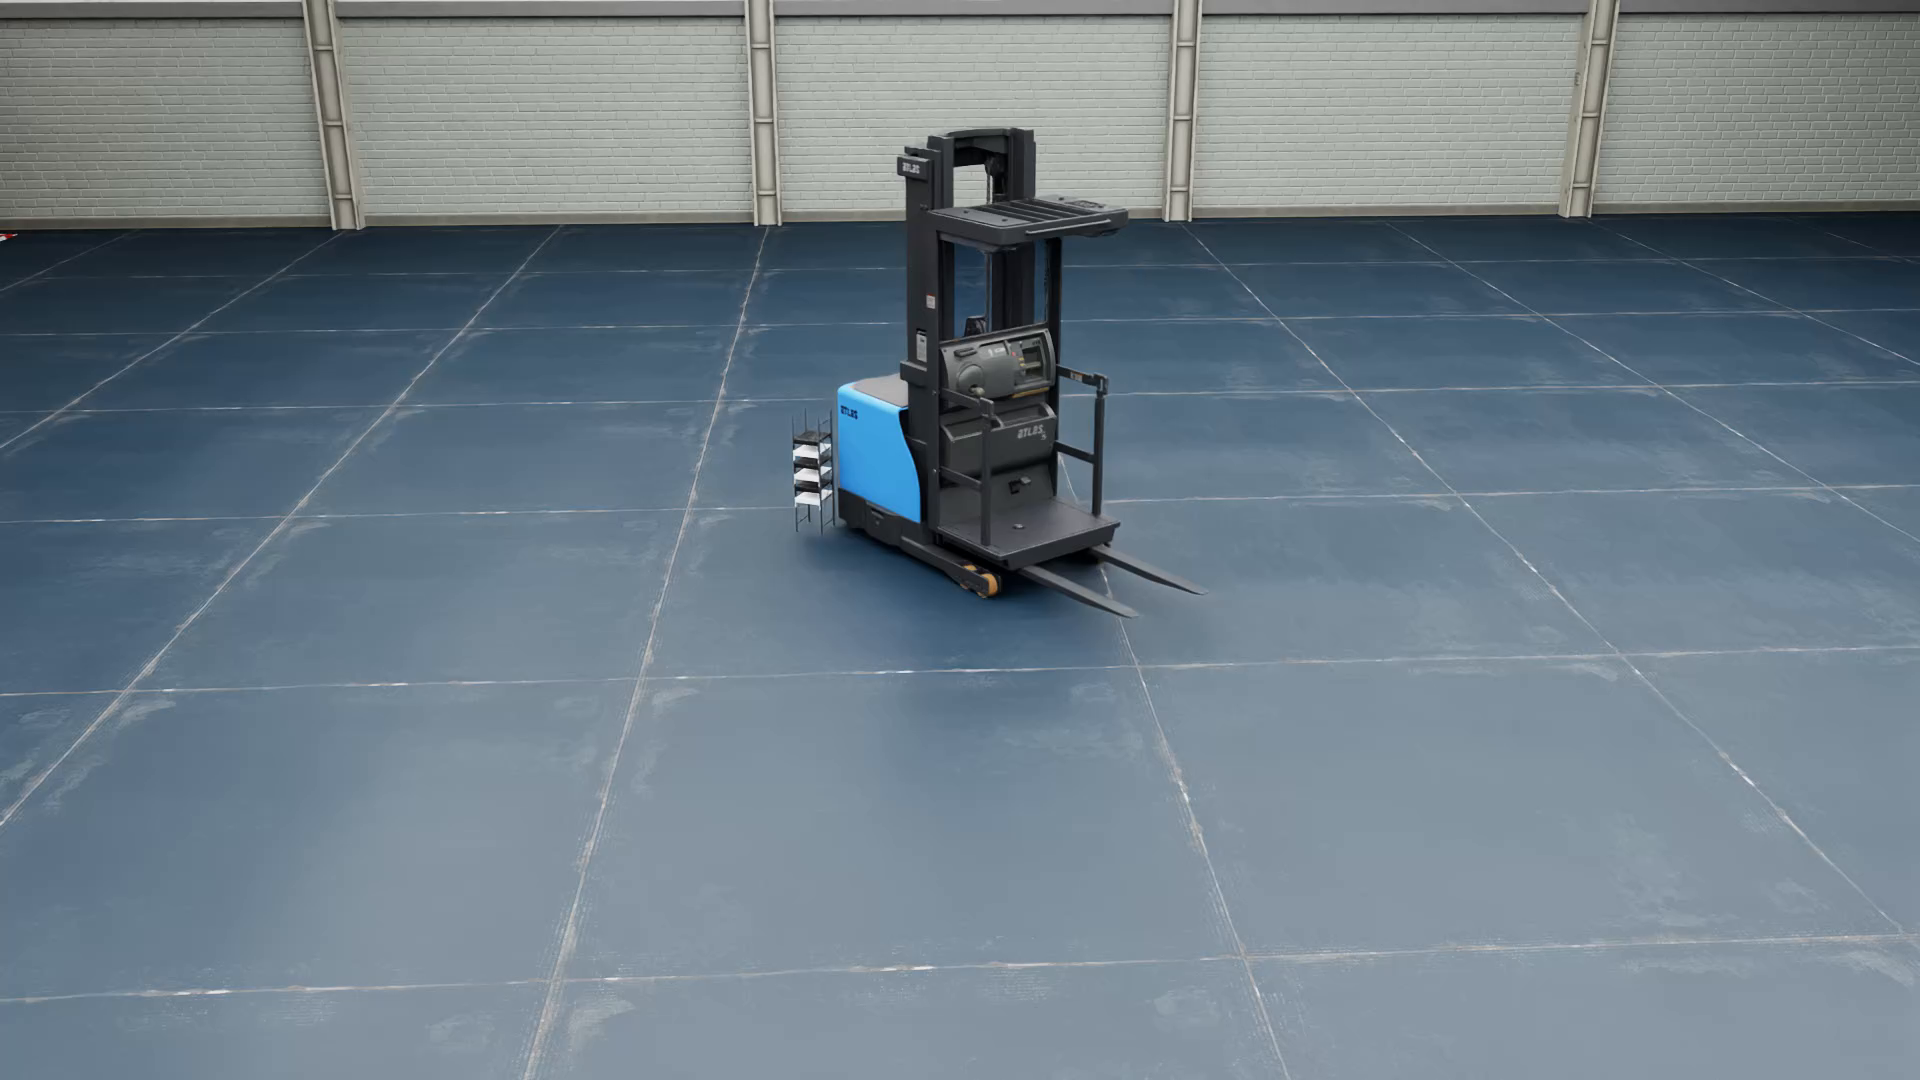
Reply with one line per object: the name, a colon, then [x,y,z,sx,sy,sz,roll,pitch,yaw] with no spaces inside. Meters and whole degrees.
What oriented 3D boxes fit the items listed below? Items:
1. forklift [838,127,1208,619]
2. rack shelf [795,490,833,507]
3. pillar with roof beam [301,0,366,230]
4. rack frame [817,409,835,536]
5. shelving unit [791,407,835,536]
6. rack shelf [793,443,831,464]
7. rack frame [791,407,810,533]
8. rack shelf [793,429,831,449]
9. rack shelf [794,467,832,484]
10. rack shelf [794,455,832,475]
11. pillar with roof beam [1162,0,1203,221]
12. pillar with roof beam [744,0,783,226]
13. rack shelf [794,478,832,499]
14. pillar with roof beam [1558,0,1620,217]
forklift: [0.397,-1.180,11.101,1.130,2.935,3.031,-15,26,-35]
rack shelf: [-1.071,-0.304,12.255,0.200,0.077,0.258,8,22,19]
pillar with roof beam: [-8.537,-7.166,18.296,0.400,9.000,9.100,-1,21,-3]
rack frame: [-0.976,-0.491,12.146,0.006,0.900,0.240,8,22,19]
shelving unit: [-1.071,-0.504,12.179,0.210,0.900,0.258,8,22,19]
rack shelf: [-1.071,-0.641,12.127,0.200,0.077,0.258,8,22,19]
rack frame: [-1.167,-0.516,12.212,0.006,0.900,0.240,8,22,19]
rack shelf: [-1.071,-0.725,12.095,0.200,0.077,0.258,8,22,19]
rack shelf: [-1.071,-0.472,12.191,0.200,0.077,0.258,8,22,19]
rack shelf: [-1.071,-0.556,12.159,0.200,0.077,0.258,8,22,19]
pillar with roof beam: [3.444,-7.410,18.936,0.400,9.000,9.100,-1,21,-3]
pillar with roof beam: [-2.547,-7.288,18.616,0.400,9.000,9.100,-1,21,-3]
rack shelf: [-1.071,-0.388,12.223,0.200,0.077,0.258,8,22,19]
pillar with roof beam: [9.434,-7.532,19.256,0.400,9.000,9.100,-1,21,-3]
